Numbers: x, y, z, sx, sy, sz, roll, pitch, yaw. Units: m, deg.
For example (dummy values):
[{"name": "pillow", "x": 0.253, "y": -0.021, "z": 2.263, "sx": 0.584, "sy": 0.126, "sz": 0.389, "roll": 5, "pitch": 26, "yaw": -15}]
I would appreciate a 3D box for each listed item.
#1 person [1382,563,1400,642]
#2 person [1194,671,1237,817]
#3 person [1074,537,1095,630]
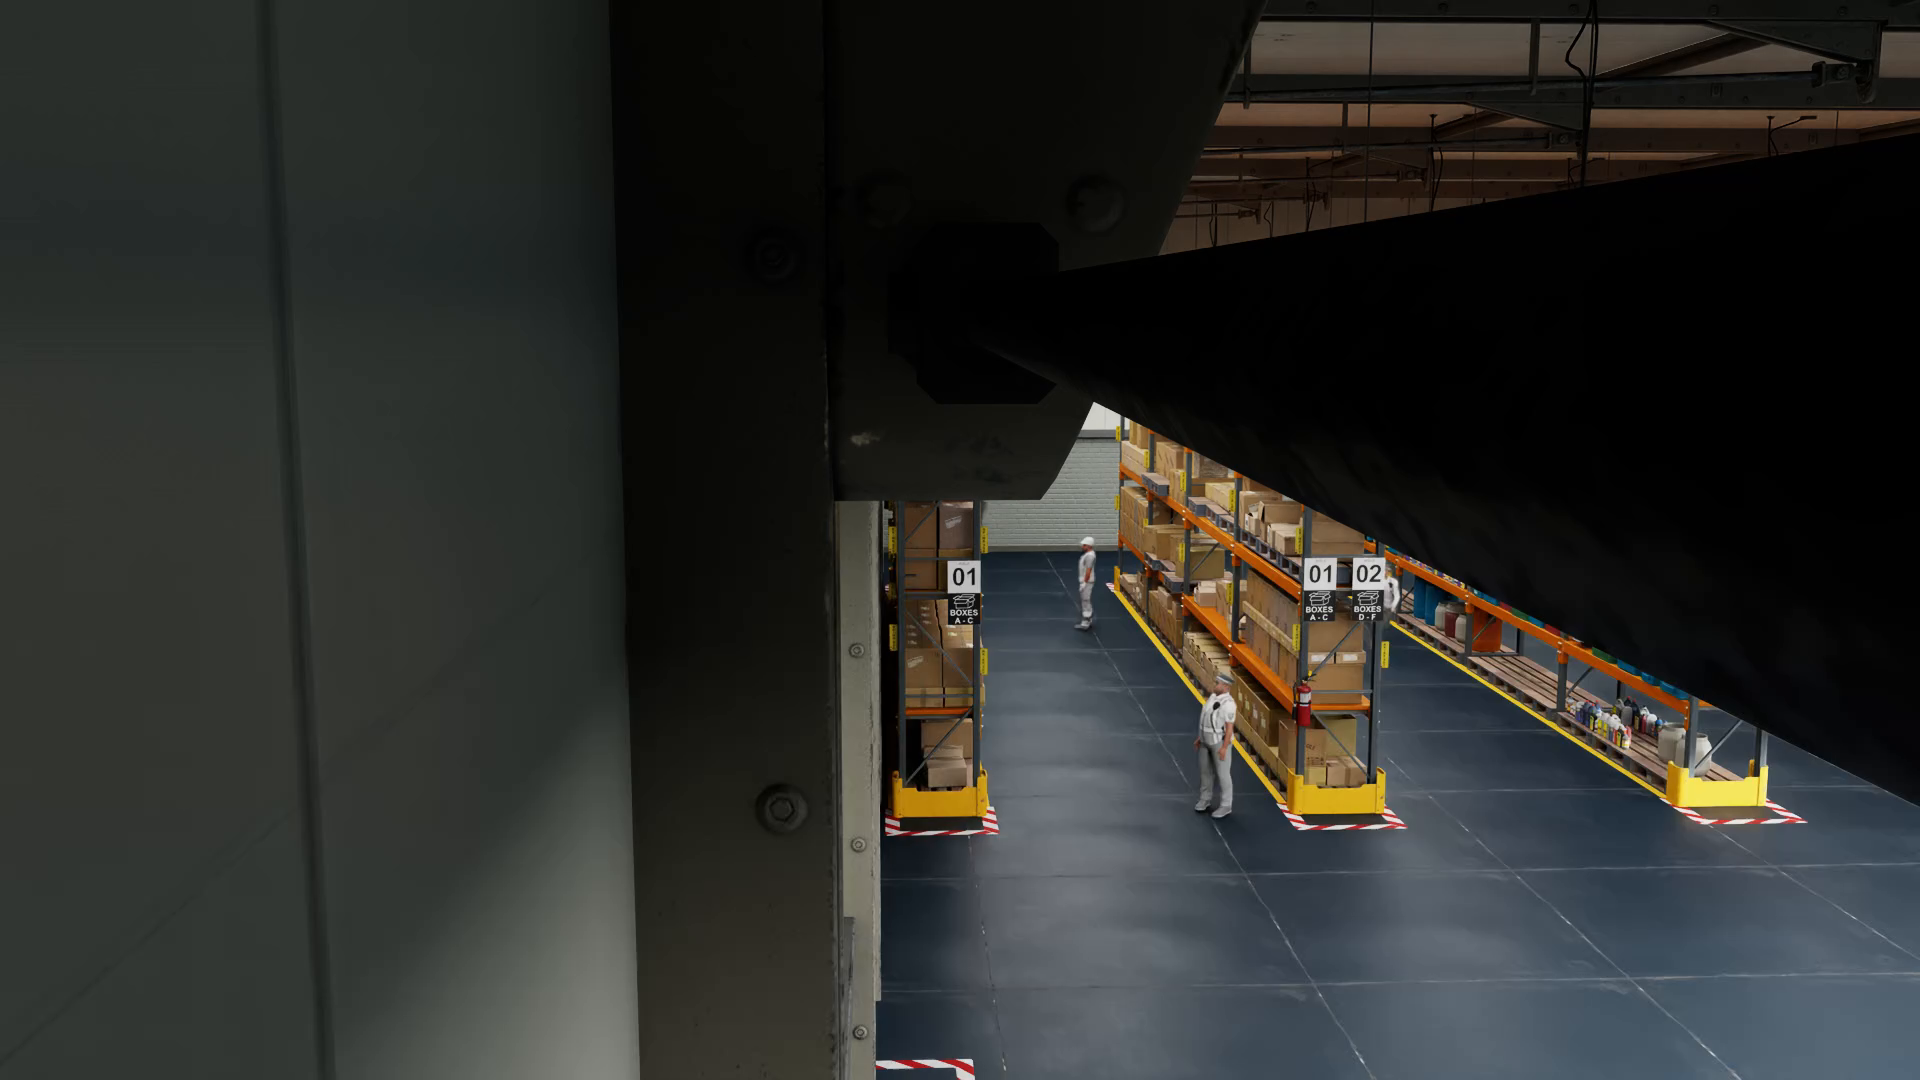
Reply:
[{"name": "person", "x": 7.635, "y": 1.241, "z": 29.890, "sx": 0.496, "sy": 1.696, "sz": 0.908, "roll": 0, "pitch": 8, "yaw": -1}, {"name": "person", "x": 3.170, "y": 2.492, "z": 20.596, "sx": 0.441, "sy": 1.782, "sz": 0.600, "roll": -5, "pitch": 10, "yaw": -33}, {"name": "person", "x": 2.411, "y": 0.828, "z": 32.149, "sx": 0.392, "sy": 1.811, "sz": 0.640, "roll": 0, "pitch": 8, "yaw": 3}]
